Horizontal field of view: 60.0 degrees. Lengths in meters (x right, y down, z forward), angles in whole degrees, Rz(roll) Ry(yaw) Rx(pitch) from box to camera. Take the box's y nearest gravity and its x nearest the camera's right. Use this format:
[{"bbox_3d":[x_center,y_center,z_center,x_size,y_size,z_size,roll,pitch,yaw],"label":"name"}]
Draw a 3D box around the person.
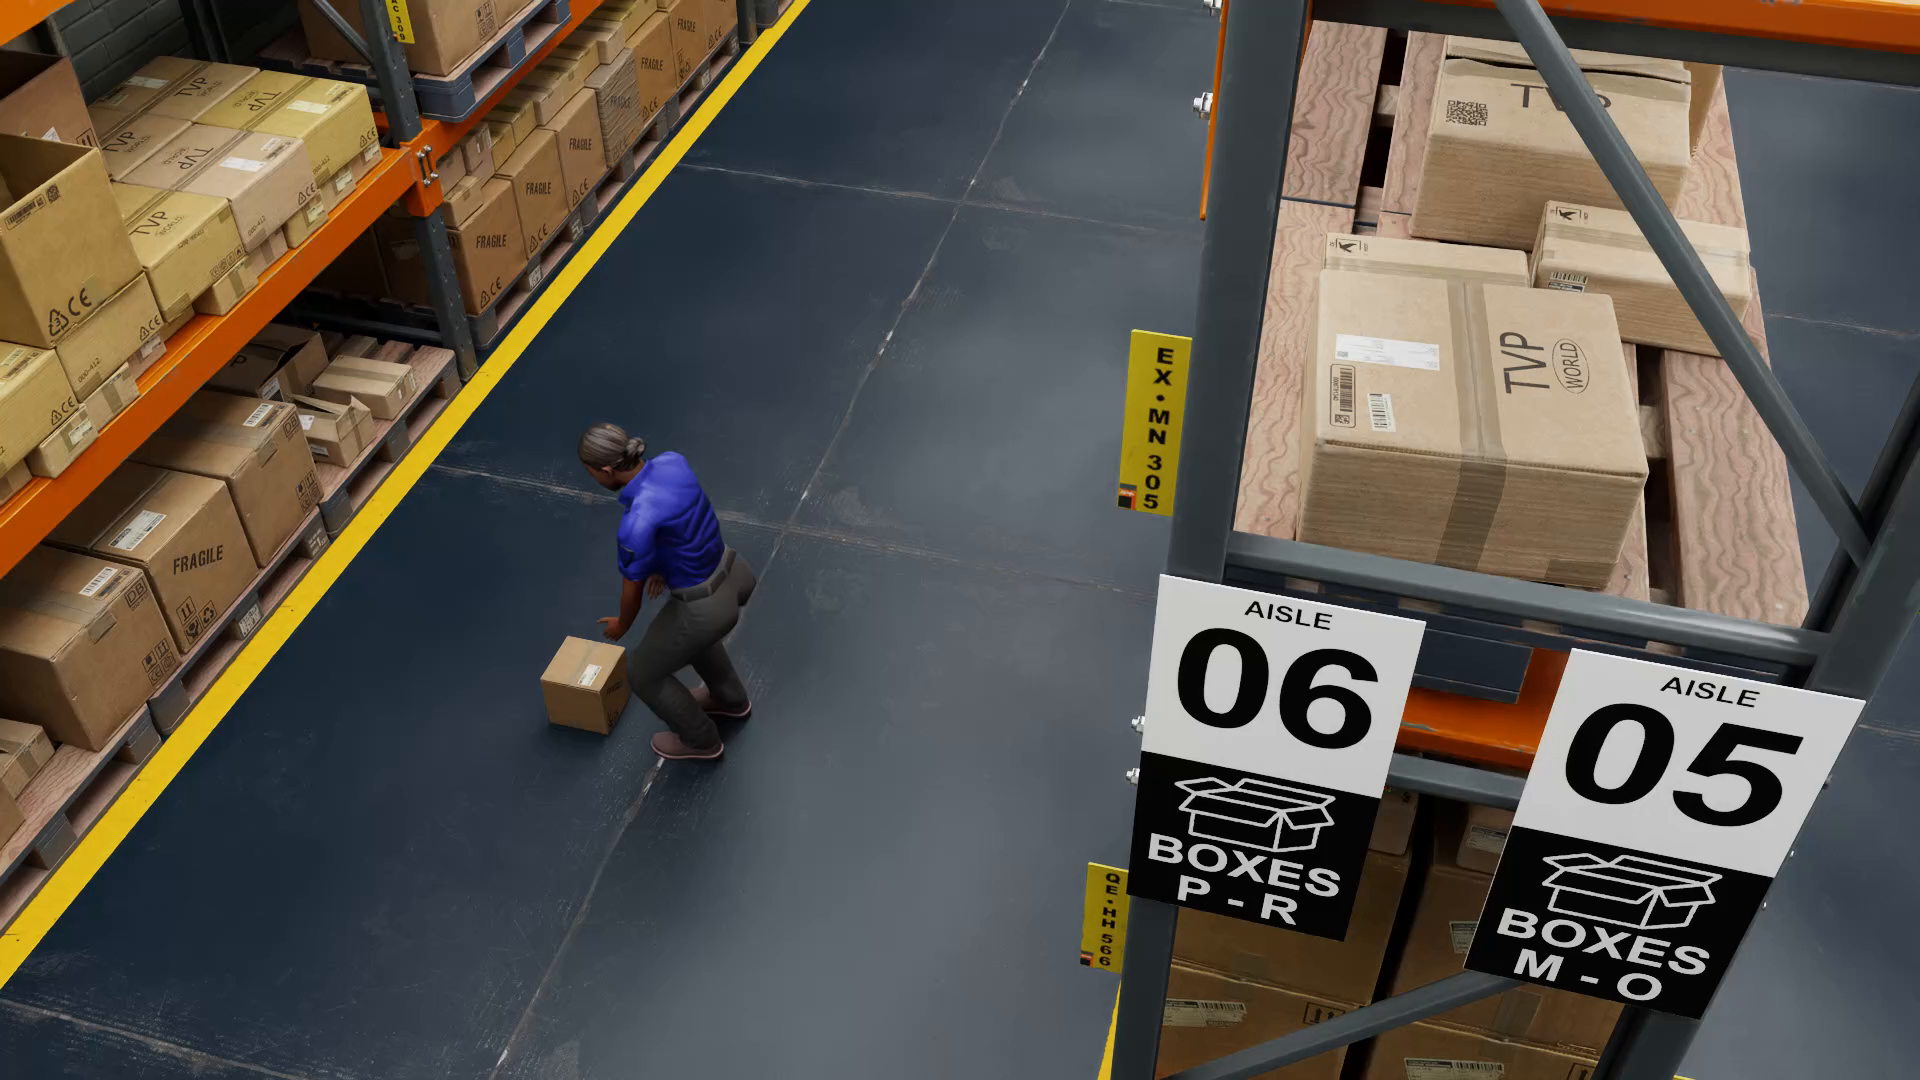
[{"bbox_3d":[-1.039,0.211,6.061,0.535,1.487,0.487,11,42,12],"label":"person"}]
